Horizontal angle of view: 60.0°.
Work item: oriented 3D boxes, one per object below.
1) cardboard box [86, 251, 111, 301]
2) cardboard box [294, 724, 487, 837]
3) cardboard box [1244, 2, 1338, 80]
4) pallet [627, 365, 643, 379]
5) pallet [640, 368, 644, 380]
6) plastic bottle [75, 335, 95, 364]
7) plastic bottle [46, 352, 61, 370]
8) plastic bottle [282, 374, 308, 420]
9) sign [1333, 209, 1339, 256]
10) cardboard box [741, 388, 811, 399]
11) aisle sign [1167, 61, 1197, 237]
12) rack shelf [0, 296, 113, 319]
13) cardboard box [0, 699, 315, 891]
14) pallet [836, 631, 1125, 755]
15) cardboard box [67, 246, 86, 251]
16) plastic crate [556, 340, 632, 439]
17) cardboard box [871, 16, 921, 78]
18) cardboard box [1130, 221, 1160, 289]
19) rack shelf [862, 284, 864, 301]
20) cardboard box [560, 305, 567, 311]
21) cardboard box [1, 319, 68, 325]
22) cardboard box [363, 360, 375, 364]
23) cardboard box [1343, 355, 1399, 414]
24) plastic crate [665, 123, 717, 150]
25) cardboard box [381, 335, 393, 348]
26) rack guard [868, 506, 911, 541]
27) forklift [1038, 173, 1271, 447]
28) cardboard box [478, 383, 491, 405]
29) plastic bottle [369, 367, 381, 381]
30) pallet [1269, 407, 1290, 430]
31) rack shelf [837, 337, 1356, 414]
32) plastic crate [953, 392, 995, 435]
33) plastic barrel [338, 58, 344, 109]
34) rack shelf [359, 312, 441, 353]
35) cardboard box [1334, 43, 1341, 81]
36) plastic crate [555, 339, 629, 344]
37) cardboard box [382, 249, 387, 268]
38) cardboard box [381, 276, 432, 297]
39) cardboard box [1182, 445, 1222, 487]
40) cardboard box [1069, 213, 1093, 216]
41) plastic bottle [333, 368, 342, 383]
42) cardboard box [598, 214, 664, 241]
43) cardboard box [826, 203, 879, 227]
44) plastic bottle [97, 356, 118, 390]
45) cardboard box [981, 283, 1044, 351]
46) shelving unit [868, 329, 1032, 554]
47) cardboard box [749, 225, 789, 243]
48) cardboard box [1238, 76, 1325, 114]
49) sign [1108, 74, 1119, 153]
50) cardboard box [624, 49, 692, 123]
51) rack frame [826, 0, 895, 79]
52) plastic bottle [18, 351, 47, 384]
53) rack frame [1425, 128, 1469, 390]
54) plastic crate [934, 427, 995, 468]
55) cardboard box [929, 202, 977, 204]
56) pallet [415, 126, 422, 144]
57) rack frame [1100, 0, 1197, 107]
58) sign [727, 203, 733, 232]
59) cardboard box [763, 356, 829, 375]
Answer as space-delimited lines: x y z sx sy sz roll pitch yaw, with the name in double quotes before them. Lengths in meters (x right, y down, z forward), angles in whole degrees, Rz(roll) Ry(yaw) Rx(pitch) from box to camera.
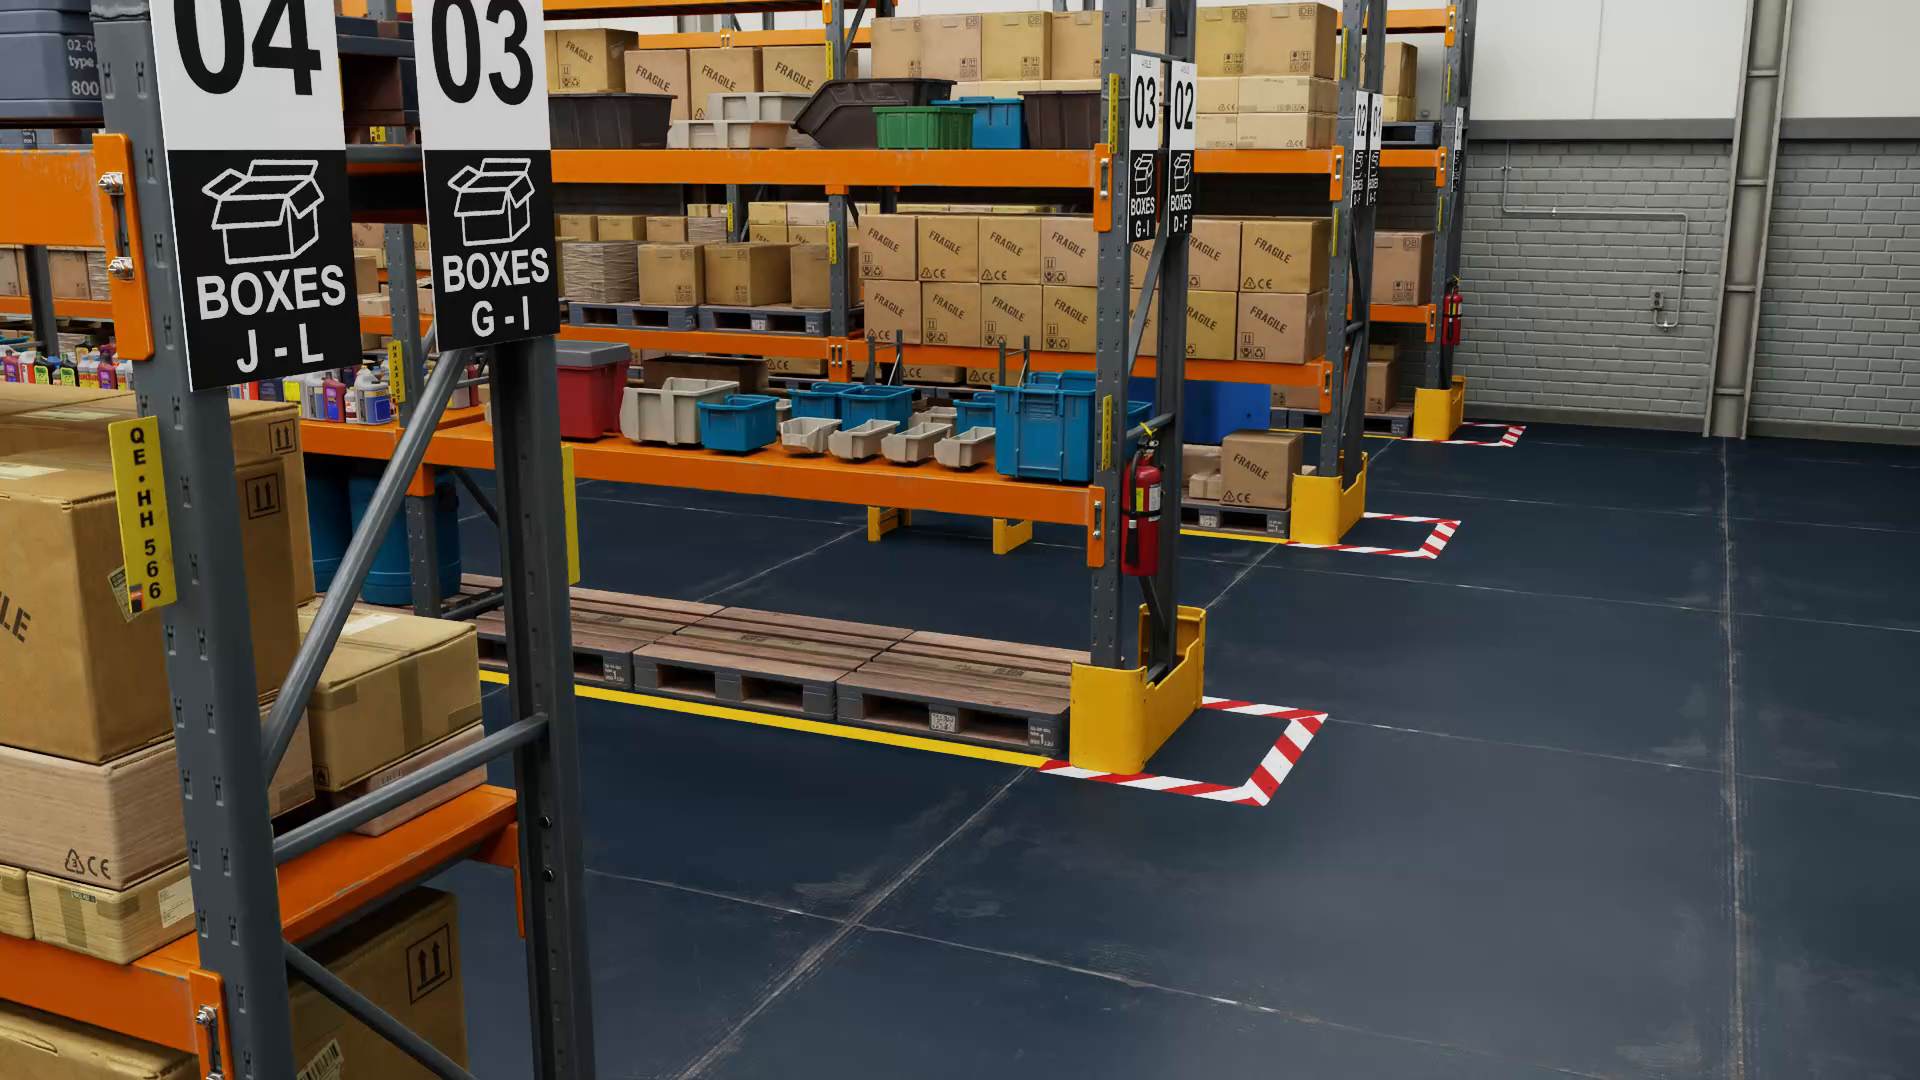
"cardboard box" -8.512 -2.744 17.162 0.500 0.500 0.700 5 14 22
"cardboard box" -1.339 0.544 3.918 0.250 0.149 0.380 6 14 24
"cardboard box" 2.391 -3.585 11.992 0.500 0.500 0.700 6 14 23
"pallet" -4.269 -2.148 20.948 1.213 0.211 1.003 6 14 23
"pallet" -3.158 -2.035 20.466 1.213 0.211 1.003 6 14 23
"plastic bottle" -5.914 -1.246 11.253 0.133 0.283 0.061 6 14 23
"plastic bottle" -5.649 -1.034 10.377 0.097 0.271 0.097 0 13 0
"plastic bottle" -3.772 -0.873 9.519 0.185 0.351 0.144 6 14 23
"sign" 2.624 -2.148 11.618 0.005 0.325 0.100 6 14 23
"cardboard box" -1.626 -1.055 14.693 0.500 0.500 0.500 6 14 24
"aisle sign" 1.044 -1.832 7.804 0.004 0.787 0.394 6 14 23
"rack shelf" -9.933 -2.490 17.875 4.000 0.370 1.077 6 14 23
"cardboard box" -1.699 0.463 3.394 0.500 0.250 0.500 6 14 22
"pallet" 0.119 0.763 8.543 1.213 0.211 1.003 6 14 23
"cardboard box" -8.905 -3.047 17.035 0.250 0.149 0.380 5 14 22
"plastic crate" -2.085 -0.806 8.852 0.583 0.464 0.402 6 14 23
"cardboard box" -0.330 -3.874 13.223 0.500 0.500 0.700 6 14 23
"cardboard box" 1.411 -2.158 12.476 0.500 0.500 0.500 6 15 25
"rack shelf" -0.615 -2.785 19.131 4.000 0.370 1.077 6 14 23
"cardboard box" -5.017 -2.948 21.119 0.500 0.250 0.500 5 14 22
"cardboard box" -10.230 -2.179 18.434 0.500 0.500 0.500 6 14 23
"cardboard box" -6.226 -1.676 16.702 0.500 0.311 0.500 6 14 23
"cardboard box" 4.190 -1.611 17.108 0.500 0.500 0.700 6 14 23
"plastic crate" -1.482 -2.174 8.967 0.466 0.136 0.293 6 14 23
"cardboard box" -7.555 -2.669 22.339 0.250 0.149 0.380 5 14 19
"rack guard" -0.525 -0.175 12.453 0.087 0.250 0.587 6 14 23
"forklift" 1.391 -2.265 15.492 3.031 2.935 1.130 11 17 40
"cardboard box" -4.147 -1.180 15.228 0.500 0.500 0.500 6 15 26
"plastic bottle" -3.587 -0.966 10.239 0.097 0.201 0.097 0 13 0
"pallet" 2.996 -1.393 17.730 1.213 0.211 1.003 6 14 23
"rack shelf" 1.039 -1.380 13.143 4.000 0.370 1.077 6 14 23
"plastic crate" 0.163 -0.611 8.527 0.300 0.233 0.416 6 14 23
"plastic barrel" -3.716 -2.679 9.209 0.600 0.588 0.600 0 13 0
"rack shelf" -6.276 -2.120 16.298 4.000 0.370 1.077 6 14 23
"cardboard box" 3.638 -4.645 16.465 0.500 0.500 0.500 6 15 25
"plastic crate" -2.234 -0.930 9.556 0.575 0.384 0.392 6 14 23
"cardboard box" -7.109 -3.655 21.551 0.500 0.250 0.500 6 14 23
"cardboard box" -5.186 -2.365 15.962 0.500 0.311 0.500 6 14 23
"cardboard box" 2.028 -0.576 13.200 0.500 0.250 0.500 6 14 23
"cardboard box" 1.167 -2.317 13.157 0.500 0.500 0.500 6 14 23
"plastic bottle" -3.915 -1.028 10.343 0.135 0.276 0.152 6 14 23
"cardboard box" -4.026 -3.735 20.424 0.500 0.500 0.700 6 14 23
"cardboard box" -1.183 -3.697 18.891 0.500 0.250 0.500 6 14 24
"plastic bottle" -5.154 -0.970 10.078 0.133 0.283 0.061 6 14 23
"cardboard box" 0.492 -1.766 12.996 0.500 0.500 0.500 6 14 23
"shelving unit" -0.070 -0.737 12.114 1.083 1.500 0.587 6 14 23
"cardboard box" -2.103 -3.425 19.371 0.500 0.500 0.500 6 15 25
"cardboard box" 2.294 -3.170 11.865 0.500 0.250 0.500 6 14 23
"sign" 0.650 -1.804 7.038 0.005 0.325 0.100 6 14 23
"cardboard box" -2.441 -3.862 14.224 0.600 0.600 0.600 5 14 21
"rack frame" -0.790 -4.836 13.164 0.127 3.000 1.000 6 14 23
"plastic bottle" -5.769 -1.040 10.393 0.135 0.276 0.152 6 14 23
"rack frame" 4.870 -2.580 16.683 0.127 3.000 1.000 6 14 23
"plastic crate" 0.039 -0.449 8.048 0.243 0.136 0.396 6 14 23
"cardboard box" -0.043 -3.708 18.934 0.500 0.250 0.500 5 14 21
"pallet" -5.104 -3.698 15.294 1.003 0.211 1.213 7 15 26
"rack frame" 0.858 -3.431 7.179 0.127 3.000 1.000 6 14 23
"sign" -2.655 -3.731 19.228 0.005 0.325 0.100 6 14 23
"cardboard box" -1.825 -2.382 19.629 0.750 0.750 0.750 6 14 22
